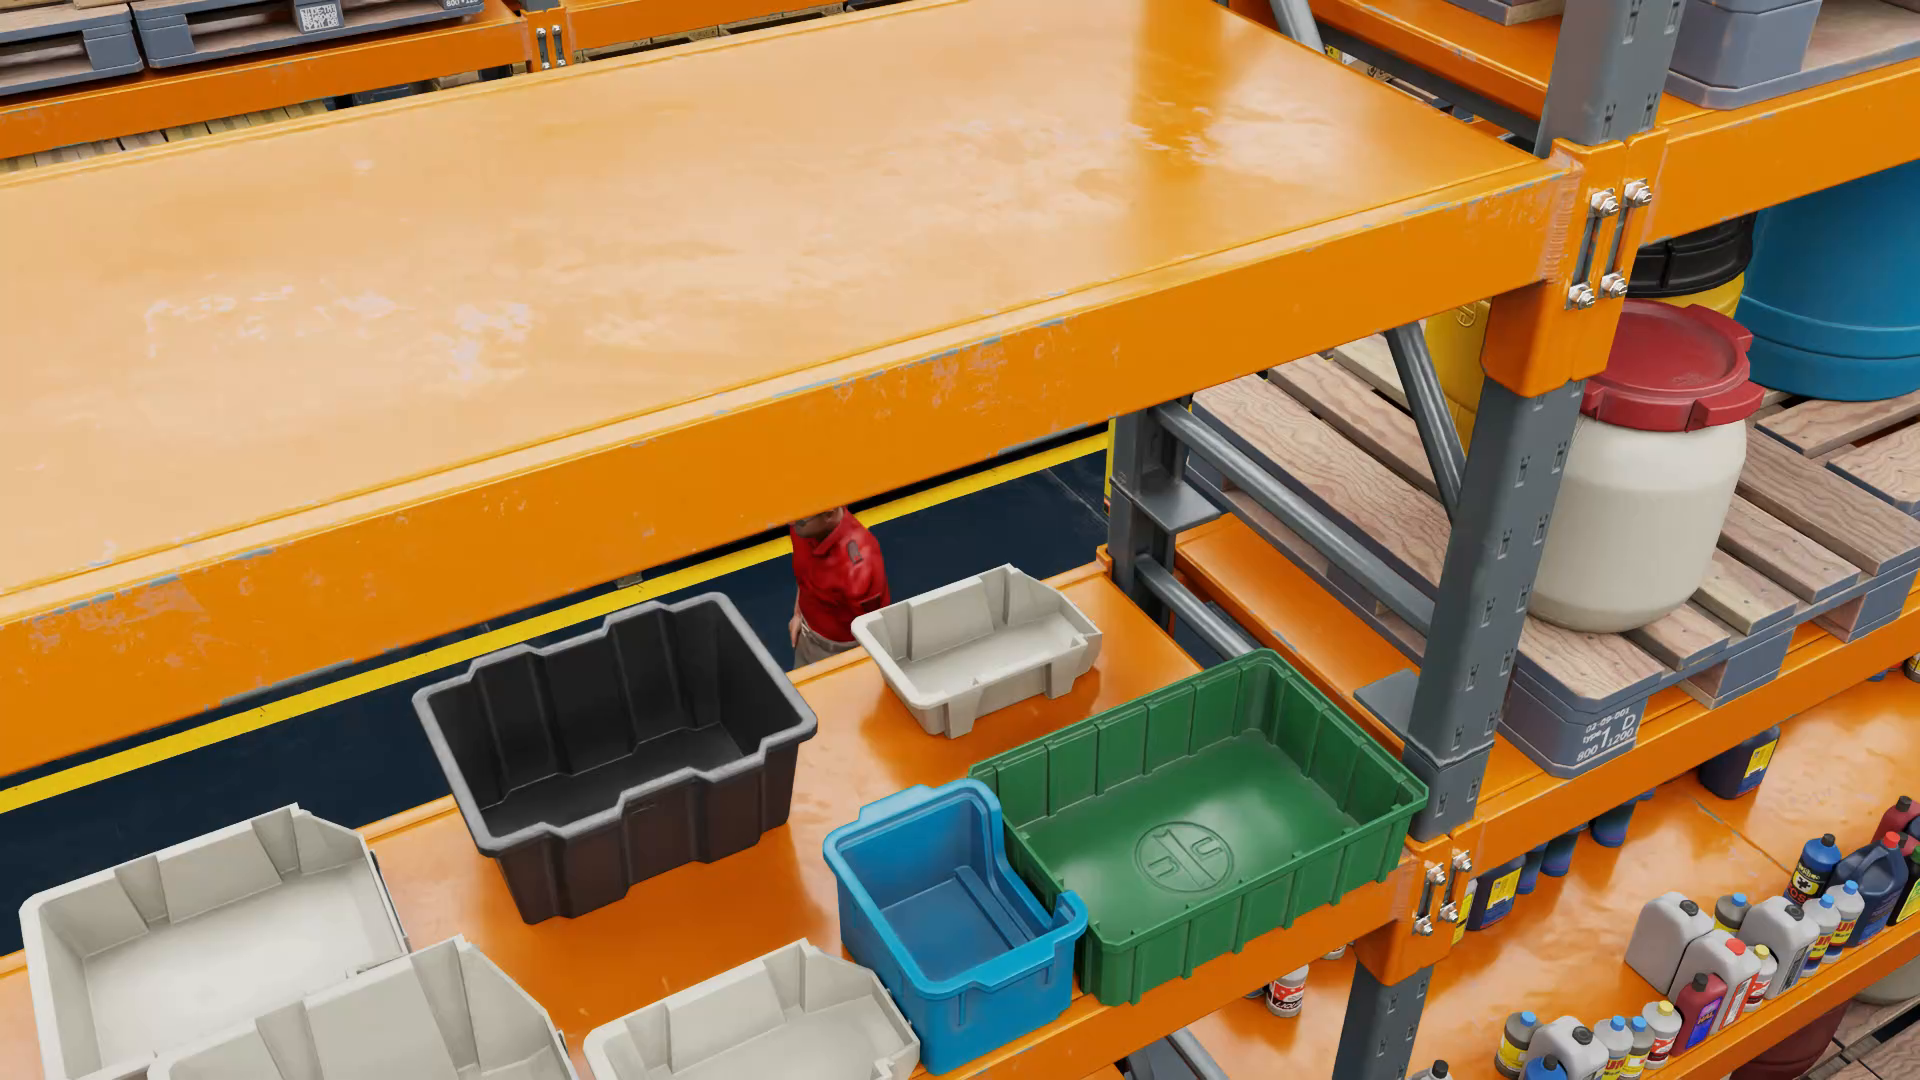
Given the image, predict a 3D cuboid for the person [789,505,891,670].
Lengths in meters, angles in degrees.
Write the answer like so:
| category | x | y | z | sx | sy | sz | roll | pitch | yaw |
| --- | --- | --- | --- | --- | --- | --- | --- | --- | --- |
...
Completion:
| category | x | y | z | sx | sy | sz | roll | pitch | yaw |
| --- | --- | --- | --- | --- | --- | --- | --- | --- | --- |
| person | -0.474 | 0.430 | 6.362 | 0.393 | 1.725 | 0.591 | -21 | 41 | -26 |
